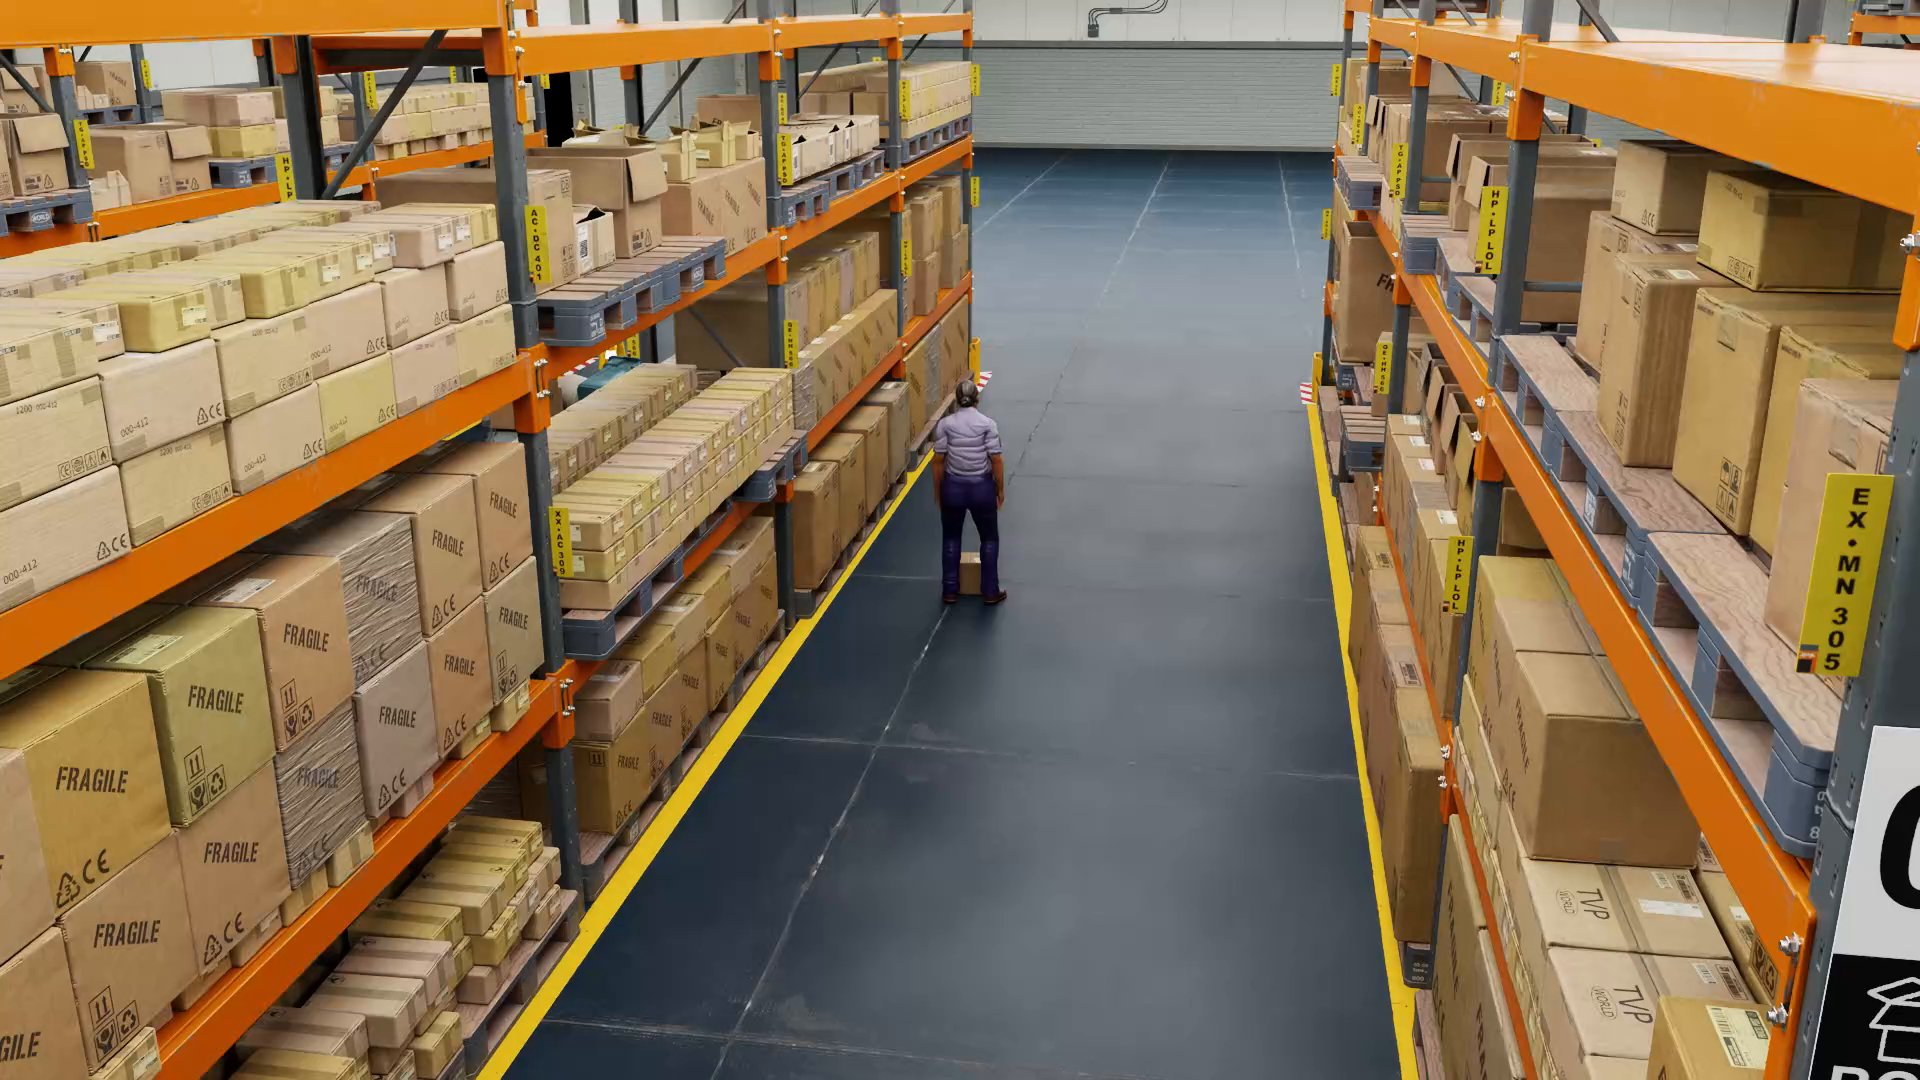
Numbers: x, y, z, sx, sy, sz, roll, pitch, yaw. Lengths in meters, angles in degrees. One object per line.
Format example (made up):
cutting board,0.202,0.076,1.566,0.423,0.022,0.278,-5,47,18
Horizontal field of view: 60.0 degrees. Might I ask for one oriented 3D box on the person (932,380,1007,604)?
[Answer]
person,0.069,-0.339,12.110,0.540,1.651,0.372,2,18,7
